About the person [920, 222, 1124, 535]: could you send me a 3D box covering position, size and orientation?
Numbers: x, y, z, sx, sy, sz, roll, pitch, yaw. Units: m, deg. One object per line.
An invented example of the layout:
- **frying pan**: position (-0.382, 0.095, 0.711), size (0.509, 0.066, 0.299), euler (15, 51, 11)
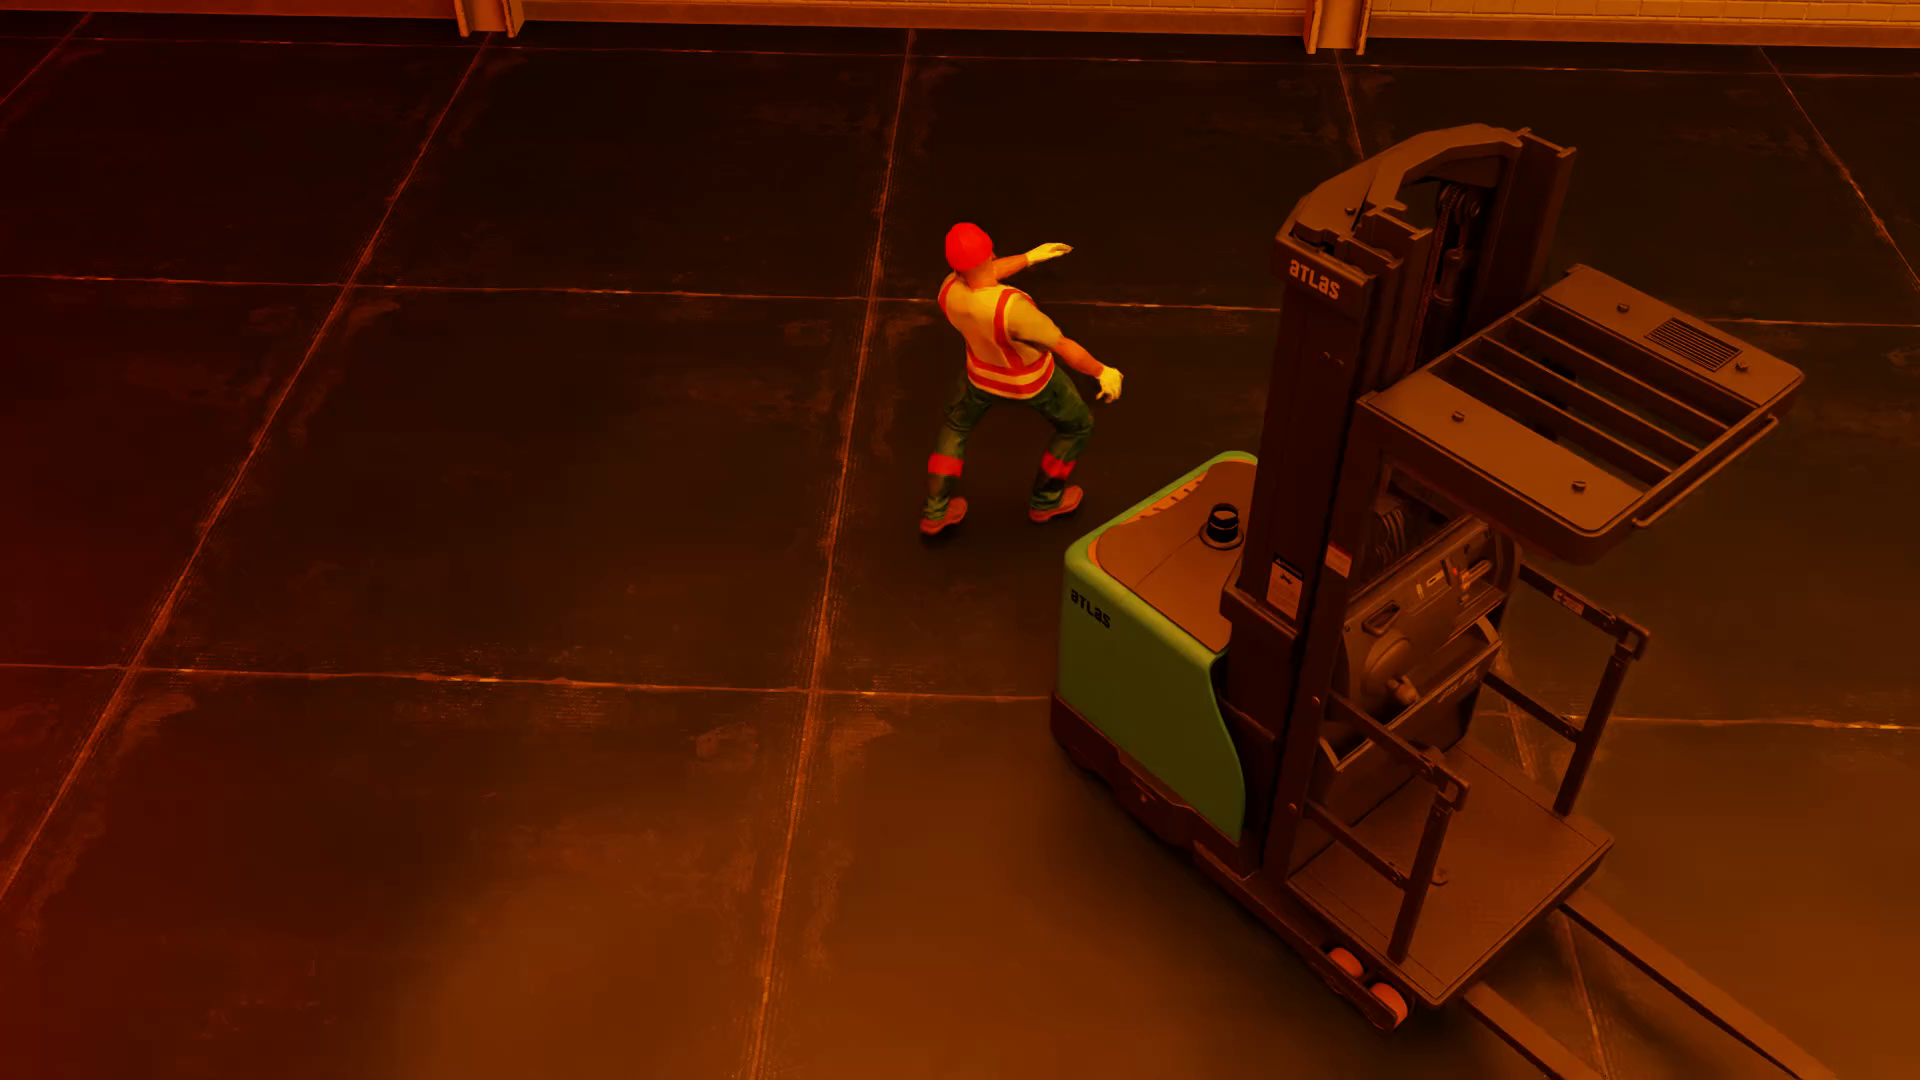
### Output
- **person**: position (0.329, -0.762, 7.530), size (0.859, 1.624, 0.870), euler (16, 45, 17)

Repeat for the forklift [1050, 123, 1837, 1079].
- **forklift**: position (1.718, 0.286, 5.429), size (1.130, 2.935, 3.031), euler (-30, 50, -29)
